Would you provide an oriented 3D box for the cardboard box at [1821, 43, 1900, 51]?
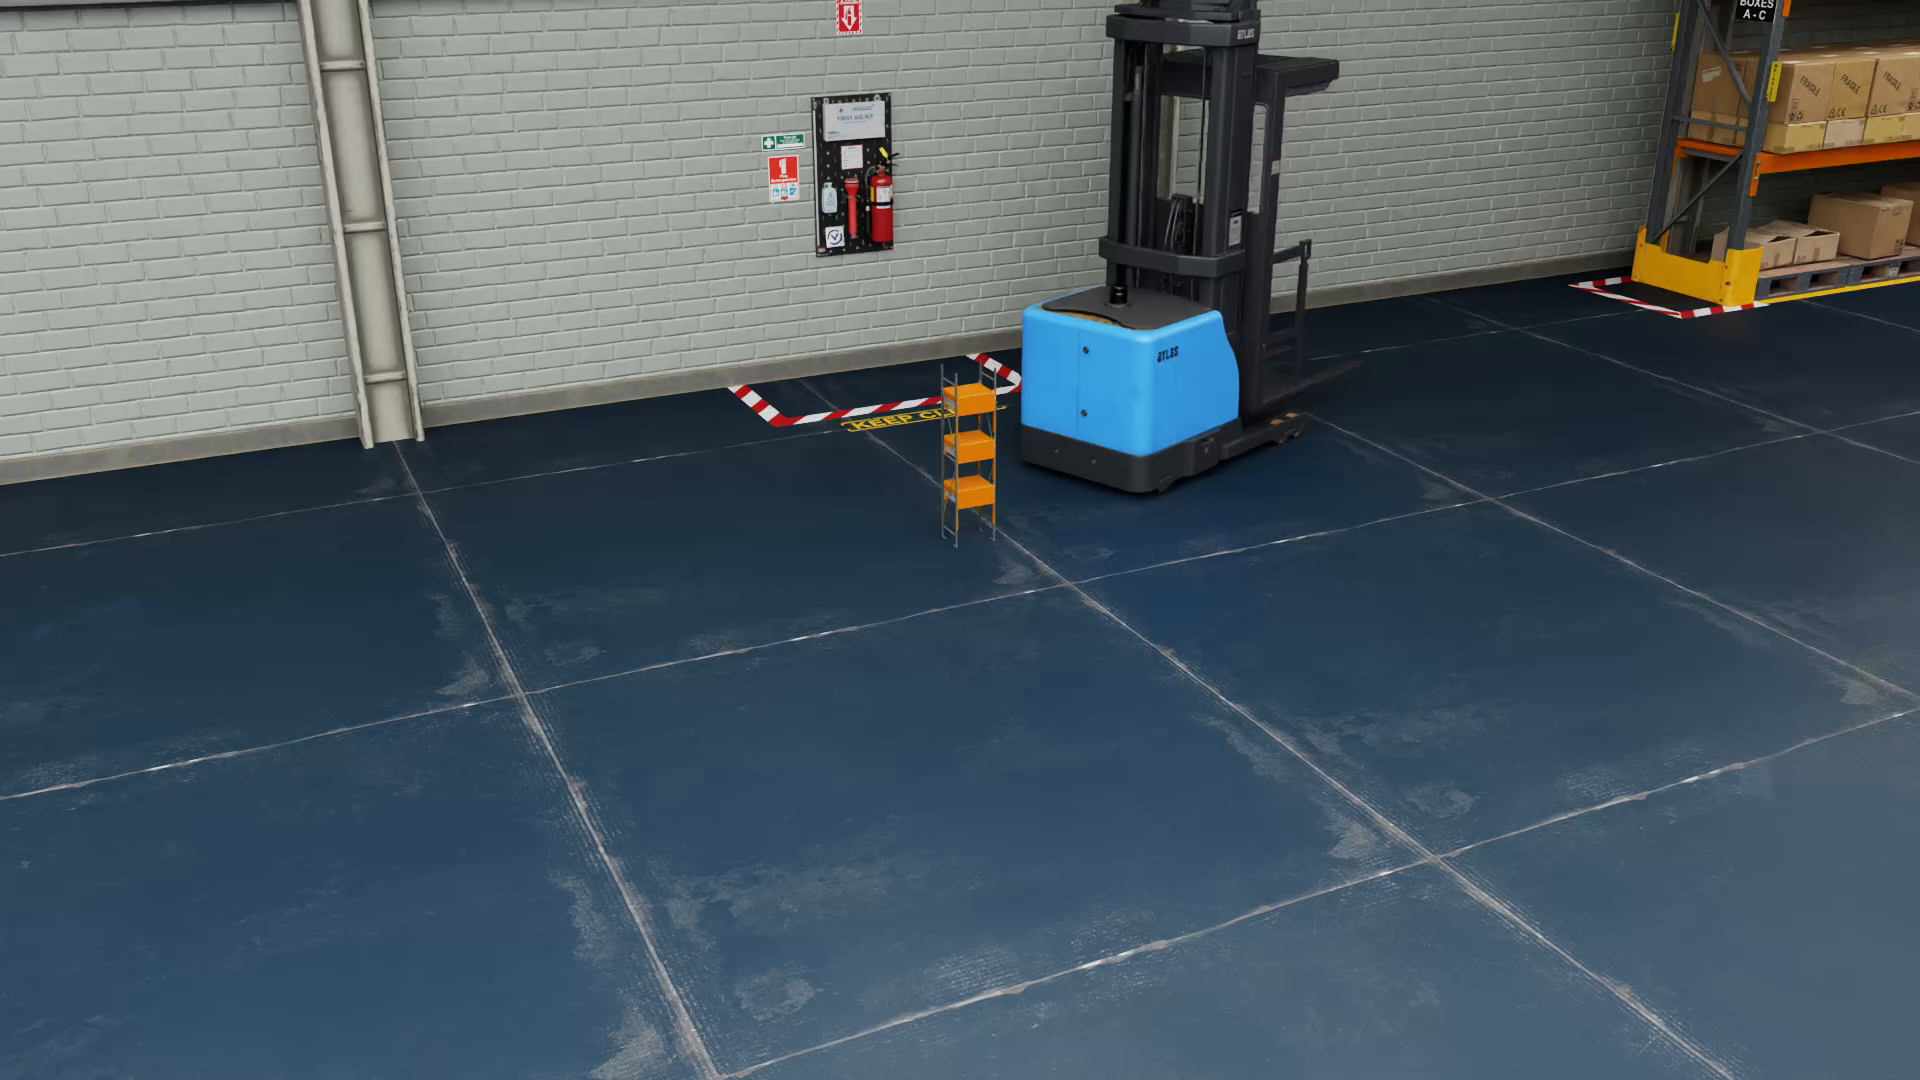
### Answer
[{"bbox_3d":[8.354,-4.355,15.537,0.500,0.500,0.500,-10,25,-23],"label":"cardboard box"}]

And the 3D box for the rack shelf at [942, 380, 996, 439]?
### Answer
[{"bbox_3d":[0.048,-0.746,9.466,0.240,0.259,0.215,-10,25,-24],"label":"rack shelf"}]

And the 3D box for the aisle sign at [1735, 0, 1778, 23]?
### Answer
[{"bbox_3d":[6.711,-4.752,13.908,0.004,0.787,0.394,-10,25,-24],"label":"aisle sign"}]

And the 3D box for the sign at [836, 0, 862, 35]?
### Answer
[{"bbox_3d":[-0.798,-3.792,11.958,0.199,0.298,0.001,-10,25,-24],"label":"sign"}]

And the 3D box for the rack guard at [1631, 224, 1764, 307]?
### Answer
[{"bbox_3d":[6.715,-2.524,15.193,0.348,0.500,1.175,-10,25,-24],"label":"rack guard"}]

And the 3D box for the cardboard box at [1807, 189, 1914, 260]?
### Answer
[{"bbox_3d":[8.505,-2.997,15.761,0.500,0.500,0.700,-12,25,-27],"label":"cardboard box"}]

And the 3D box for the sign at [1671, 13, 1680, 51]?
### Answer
[{"bbox_3d":[6.423,-4.541,14.872,0.005,0.325,0.100,-10,25,-24],"label":"sign"}]

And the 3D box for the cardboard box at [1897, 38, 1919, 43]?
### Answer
[{"bbox_3d":[9.269,-4.525,15.950,0.500,0.500,0.500,-11,25,-24],"label":"cardboard box"}]

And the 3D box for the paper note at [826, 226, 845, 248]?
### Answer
[{"bbox_3d":[-0.937,-2.275,12.477,0.142,0.148,0.016,-10,25,-24],"label":"paper note"}]

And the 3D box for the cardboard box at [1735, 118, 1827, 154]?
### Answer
[{"bbox_3d":[7.224,-3.577,14.640,0.500,0.250,0.500,-11,25,-25],"label":"cardboard box"}]

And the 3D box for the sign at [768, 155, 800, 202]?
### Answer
[{"bbox_3d":[-1.291,-2.648,12.179,0.234,0.329,0.001,-10,25,-24],"label":"sign"}]

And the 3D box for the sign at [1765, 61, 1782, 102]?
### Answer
[{"bbox_3d":[6.882,-3.879,14.067,0.005,0.325,0.100,-10,25,-24],"label":"sign"}]

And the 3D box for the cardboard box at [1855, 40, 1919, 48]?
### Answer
[{"bbox_3d":[8.817,-4.445,15.755,0.500,0.500,0.500,-10,24,-22],"label":"cardboard box"}]

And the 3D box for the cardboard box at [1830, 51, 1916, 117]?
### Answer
[{"bbox_3d":[8.125,-4.090,14.898,0.500,0.500,0.500,-11,25,-25],"label":"cardboard box"}]

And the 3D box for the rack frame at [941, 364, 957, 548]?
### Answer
[{"bbox_3d":[-0.062,-0.474,9.522,0.008,1.050,0.200,-10,25,-24],"label":"rack frame"}]

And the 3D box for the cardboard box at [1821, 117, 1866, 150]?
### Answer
[{"bbox_3d":[7.685,-3.668,14.860,0.500,0.250,0.500,-11,25,-25],"label":"cardboard box"}]

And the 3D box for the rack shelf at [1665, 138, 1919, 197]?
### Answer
[{"bbox_3d":[8.448,-3.665,15.623,4.000,0.370,1.077,-10,25,-24],"label":"rack shelf"}]

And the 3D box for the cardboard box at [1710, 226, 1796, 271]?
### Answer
[{"bbox_3d":[7.309,-2.711,15.317,0.500,0.311,0.500,-14,26,-30],"label":"cardboard box"}]

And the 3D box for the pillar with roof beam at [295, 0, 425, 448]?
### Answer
[{"bbox_3d":[-2.044,-3.378,6.145,0.400,9.000,9.100,-10,25,-24],"label":"pillar with roof beam"}]

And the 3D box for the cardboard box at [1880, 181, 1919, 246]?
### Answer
[{"bbox_3d":[9.333,-3.192,16.232,0.500,0.500,0.500,-12,26,-28],"label":"cardboard box"}]

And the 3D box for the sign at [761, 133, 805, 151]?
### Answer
[{"bbox_3d":[-1.283,-2.891,12.072,0.331,0.109,0.001,-10,25,-24],"label":"sign"}]

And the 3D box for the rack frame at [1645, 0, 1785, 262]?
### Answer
[{"bbox_3d":[6.646,-3.666,14.684,0.127,3.000,1.000,-10,25,-24],"label":"rack frame"}]

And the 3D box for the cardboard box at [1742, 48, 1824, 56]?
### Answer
[{"bbox_3d":[7.437,-4.184,15.125,0.500,0.500,0.500,-10,25,-23],"label":"cardboard box"}]

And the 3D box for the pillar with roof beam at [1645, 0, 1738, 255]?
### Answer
[{"bbox_3d":[8.769,-5.368,10.953,0.400,9.000,9.100,-10,25,-24],"label":"pillar with roof beam"}]

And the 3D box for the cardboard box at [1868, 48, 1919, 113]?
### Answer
[{"bbox_3d":[8.585,-4.180,15.115,0.500,0.500,0.500,-10,24,-22],"label":"cardboard box"}]

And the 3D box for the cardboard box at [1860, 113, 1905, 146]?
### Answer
[{"bbox_3d":[8.147,-3.751,15.059,0.500,0.250,0.500,-11,25,-24],"label":"cardboard box"}]

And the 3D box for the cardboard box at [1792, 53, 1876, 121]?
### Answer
[{"bbox_3d":[7.656,-4.006,14.696,0.500,0.500,0.500,-10,25,-23],"label":"cardboard box"}]

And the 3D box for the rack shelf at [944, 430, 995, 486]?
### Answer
[{"bbox_3d":[0.048,-0.484,9.575,0.240,0.259,0.215,-10,25,-24],"label":"rack shelf"}]

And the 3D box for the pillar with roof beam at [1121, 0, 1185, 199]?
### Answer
[{"bbox_3d":[3.362,-4.373,8.549,0.400,9.000,9.100,-10,25,-24],"label":"pillar with roof beam"}]

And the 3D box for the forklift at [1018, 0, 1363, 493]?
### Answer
[{"bbox_3d":[1.738,-2.126,11.054,1.130,2.935,3.031,19,29,38],"label":"forklift"}]

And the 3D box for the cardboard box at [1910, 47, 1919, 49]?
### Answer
[{"bbox_3d":[9.053,-4.266,15.324,0.500,0.500,0.500,-11,25,-25],"label":"cardboard box"}]

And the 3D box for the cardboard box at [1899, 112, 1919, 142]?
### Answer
[{"bbox_3d":[8.603,-3.834,15.260,0.500,0.250,0.500,-10,25,-23],"label":"cardboard box"}]

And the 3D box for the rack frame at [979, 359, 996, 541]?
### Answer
[{"bbox_3d":[0.158,-0.514,9.620,0.008,1.050,0.200,-10,25,-24],"label":"rack frame"}]

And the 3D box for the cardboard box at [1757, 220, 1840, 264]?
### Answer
[{"bbox_3d":[7.822,-2.805,15.545,0.500,0.311,0.500,-8,24,-19],"label":"cardboard box"}]

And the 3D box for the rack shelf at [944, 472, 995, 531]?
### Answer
[{"bbox_3d":[0.048,-0.227,9.681,0.240,0.259,0.215,-10,25,-24],"label":"rack shelf"}]

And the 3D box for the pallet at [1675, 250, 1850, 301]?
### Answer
[{"bbox_3d":[7.462,-2.513,15.544,1.213,0.211,1.003,-10,25,-24],"label":"pallet"}]

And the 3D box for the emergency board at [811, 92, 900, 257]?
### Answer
[{"bbox_3d":[-0.748,-2.688,12.322,0.643,1.169,0.194,-10,25,-24],"label":"emergency board"}]

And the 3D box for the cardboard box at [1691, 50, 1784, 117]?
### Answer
[{"bbox_3d":[6.979,-4.104,14.931,0.500,0.500,0.500,-11,25,-24],"label":"cardboard box"}]

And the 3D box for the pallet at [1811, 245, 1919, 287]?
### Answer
[{"bbox_3d":[8.560,-2.713,16.029,1.213,0.211,1.003,-10,25,-24],"label":"pallet"}]

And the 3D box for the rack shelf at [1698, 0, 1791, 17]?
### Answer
[{"bbox_3d":[8.448,-5.051,15.049,4.000,0.370,1.077,-10,25,-24],"label":"rack shelf"}]

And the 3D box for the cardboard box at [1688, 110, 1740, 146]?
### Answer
[{"bbox_3d":[6.983,-3.750,15.058,0.500,0.250,0.500,-10,25,-23],"label":"cardboard box"}]

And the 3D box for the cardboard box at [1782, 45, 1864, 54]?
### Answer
[{"bbox_3d":[7.901,-4.271,15.336,0.500,0.500,0.500,-11,25,-25],"label":"cardboard box"}]

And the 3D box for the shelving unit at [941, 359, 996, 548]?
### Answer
[{"bbox_3d":[0.048,-0.494,9.571,0.252,1.050,0.215,-10,25,-24],"label":"shelving unit"}]

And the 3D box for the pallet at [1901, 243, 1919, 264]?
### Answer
[{"bbox_3d":[9.661,-2.917,16.522,1.213,0.211,1.003,-10,25,-24],"label":"pallet"}]

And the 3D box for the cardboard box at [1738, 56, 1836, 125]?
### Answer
[{"bbox_3d":[7.207,-3.928,14.507,0.500,0.500,0.500,-10,25,-24],"label":"cardboard box"}]
